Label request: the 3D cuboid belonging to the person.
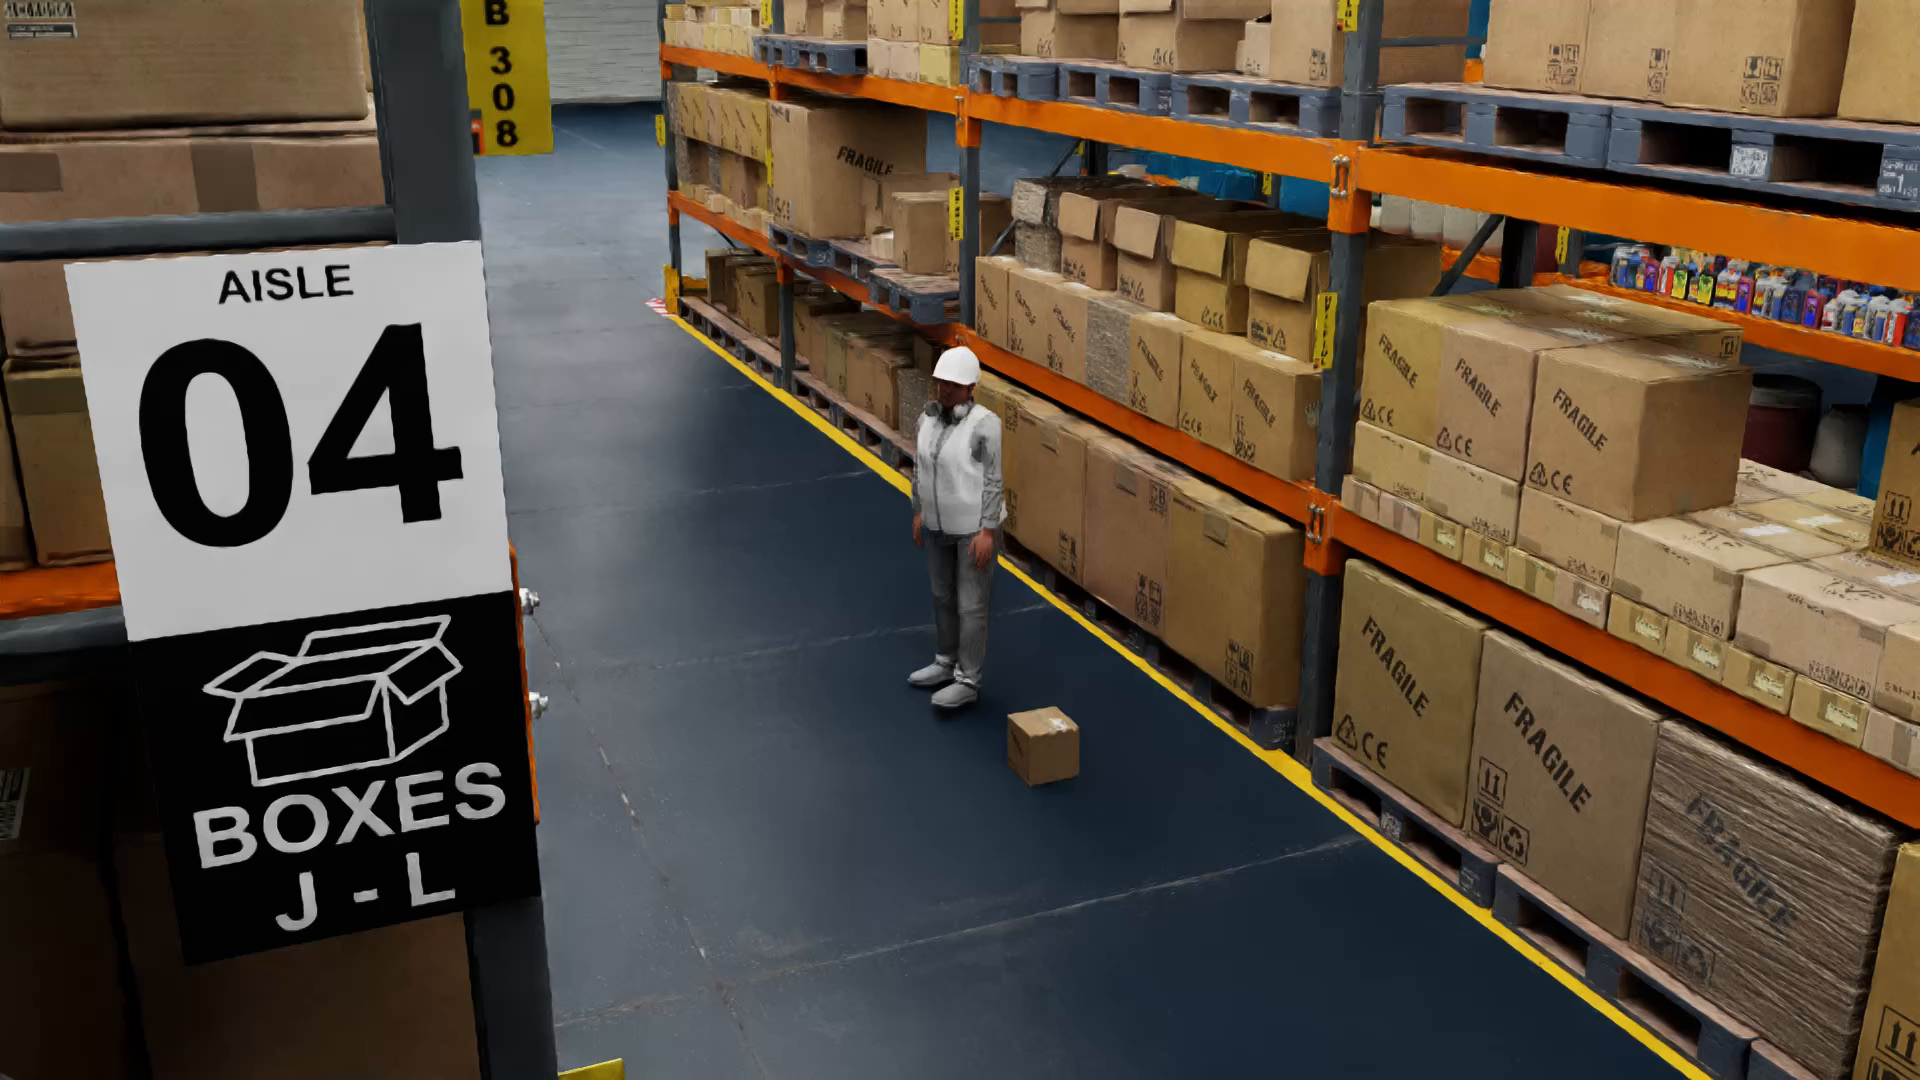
[{"bbox_3d":[-0.071,-0.062,8.150,0.593,1.774,0.521,16,24,39],"label":"person"}]
